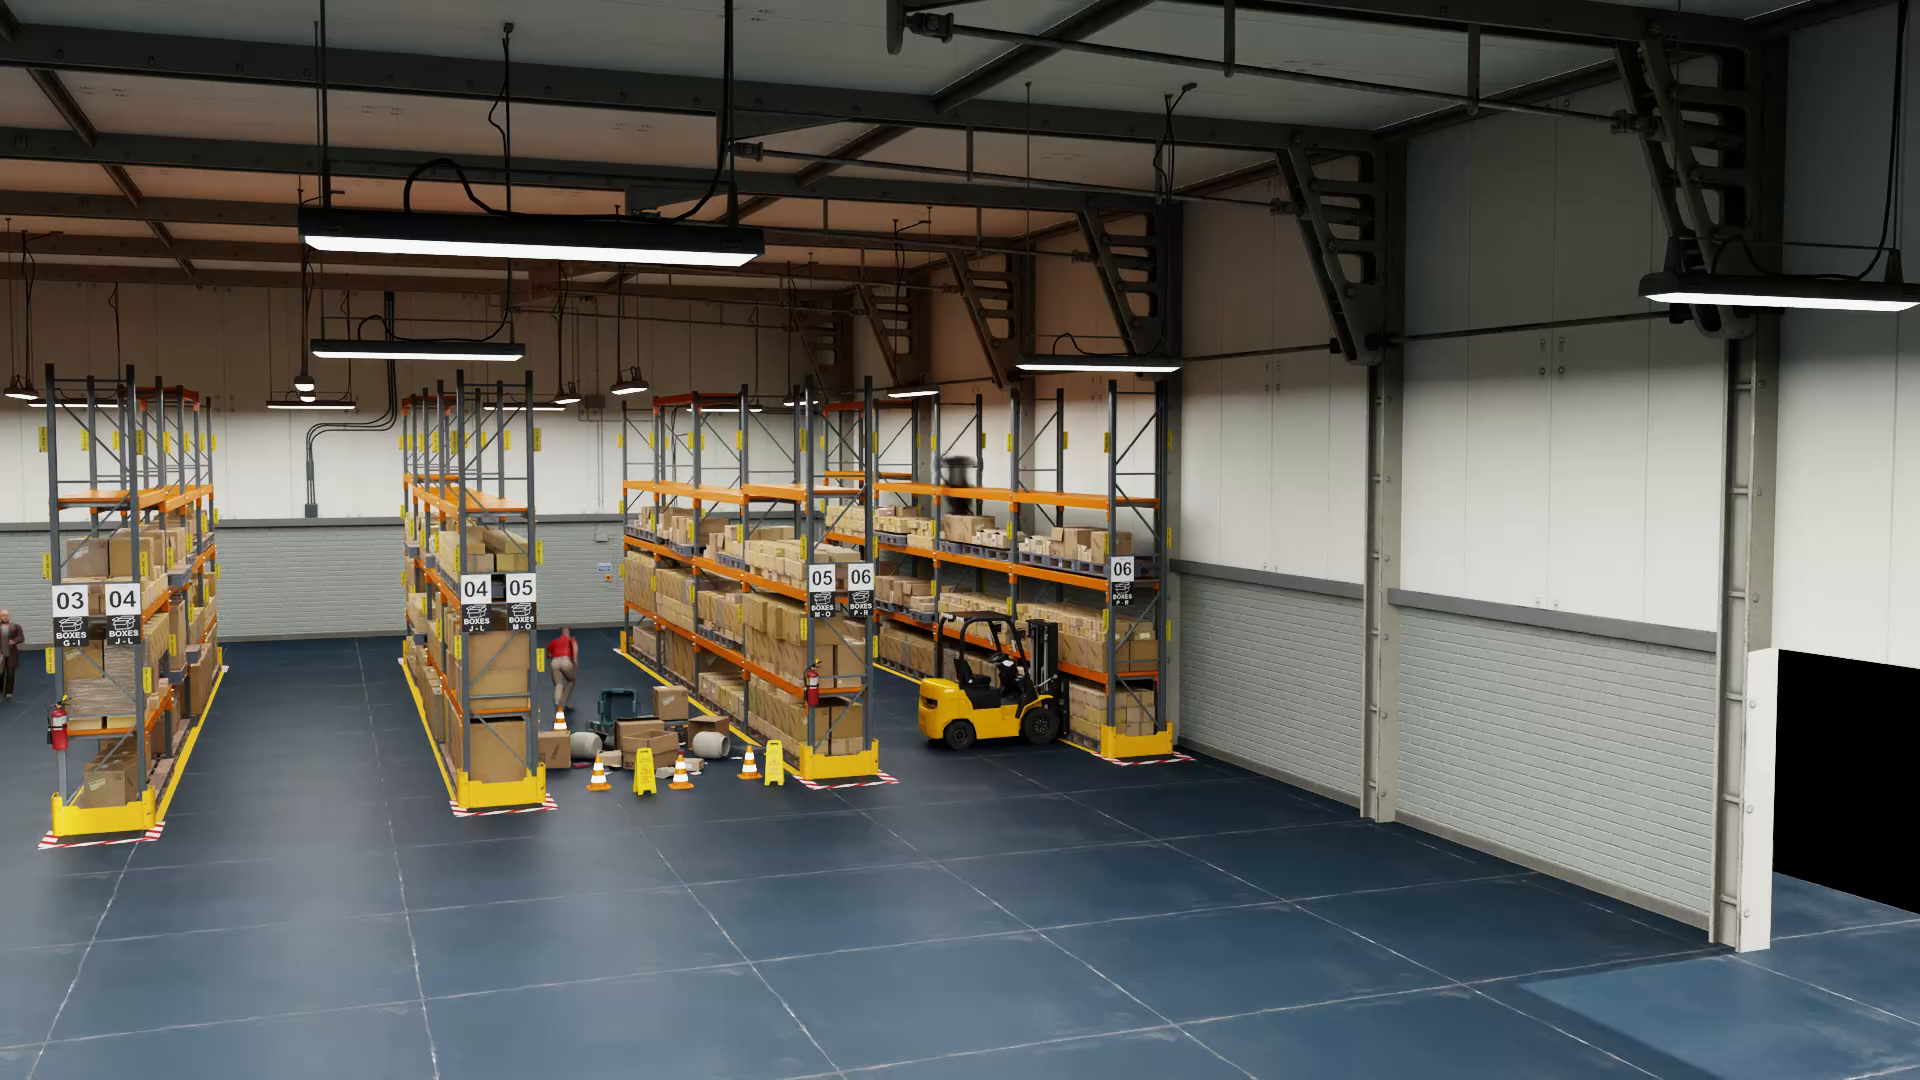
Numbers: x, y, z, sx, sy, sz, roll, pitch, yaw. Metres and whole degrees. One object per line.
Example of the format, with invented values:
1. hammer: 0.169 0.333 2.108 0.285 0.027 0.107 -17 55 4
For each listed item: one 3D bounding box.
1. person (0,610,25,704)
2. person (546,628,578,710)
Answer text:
1. person: -18.402 2.247 32.028 0.700 1.792 0.747 -2 4 -33
2. person: -7.496 2.447 31.189 0.644 1.517 1.126 0 3 1
